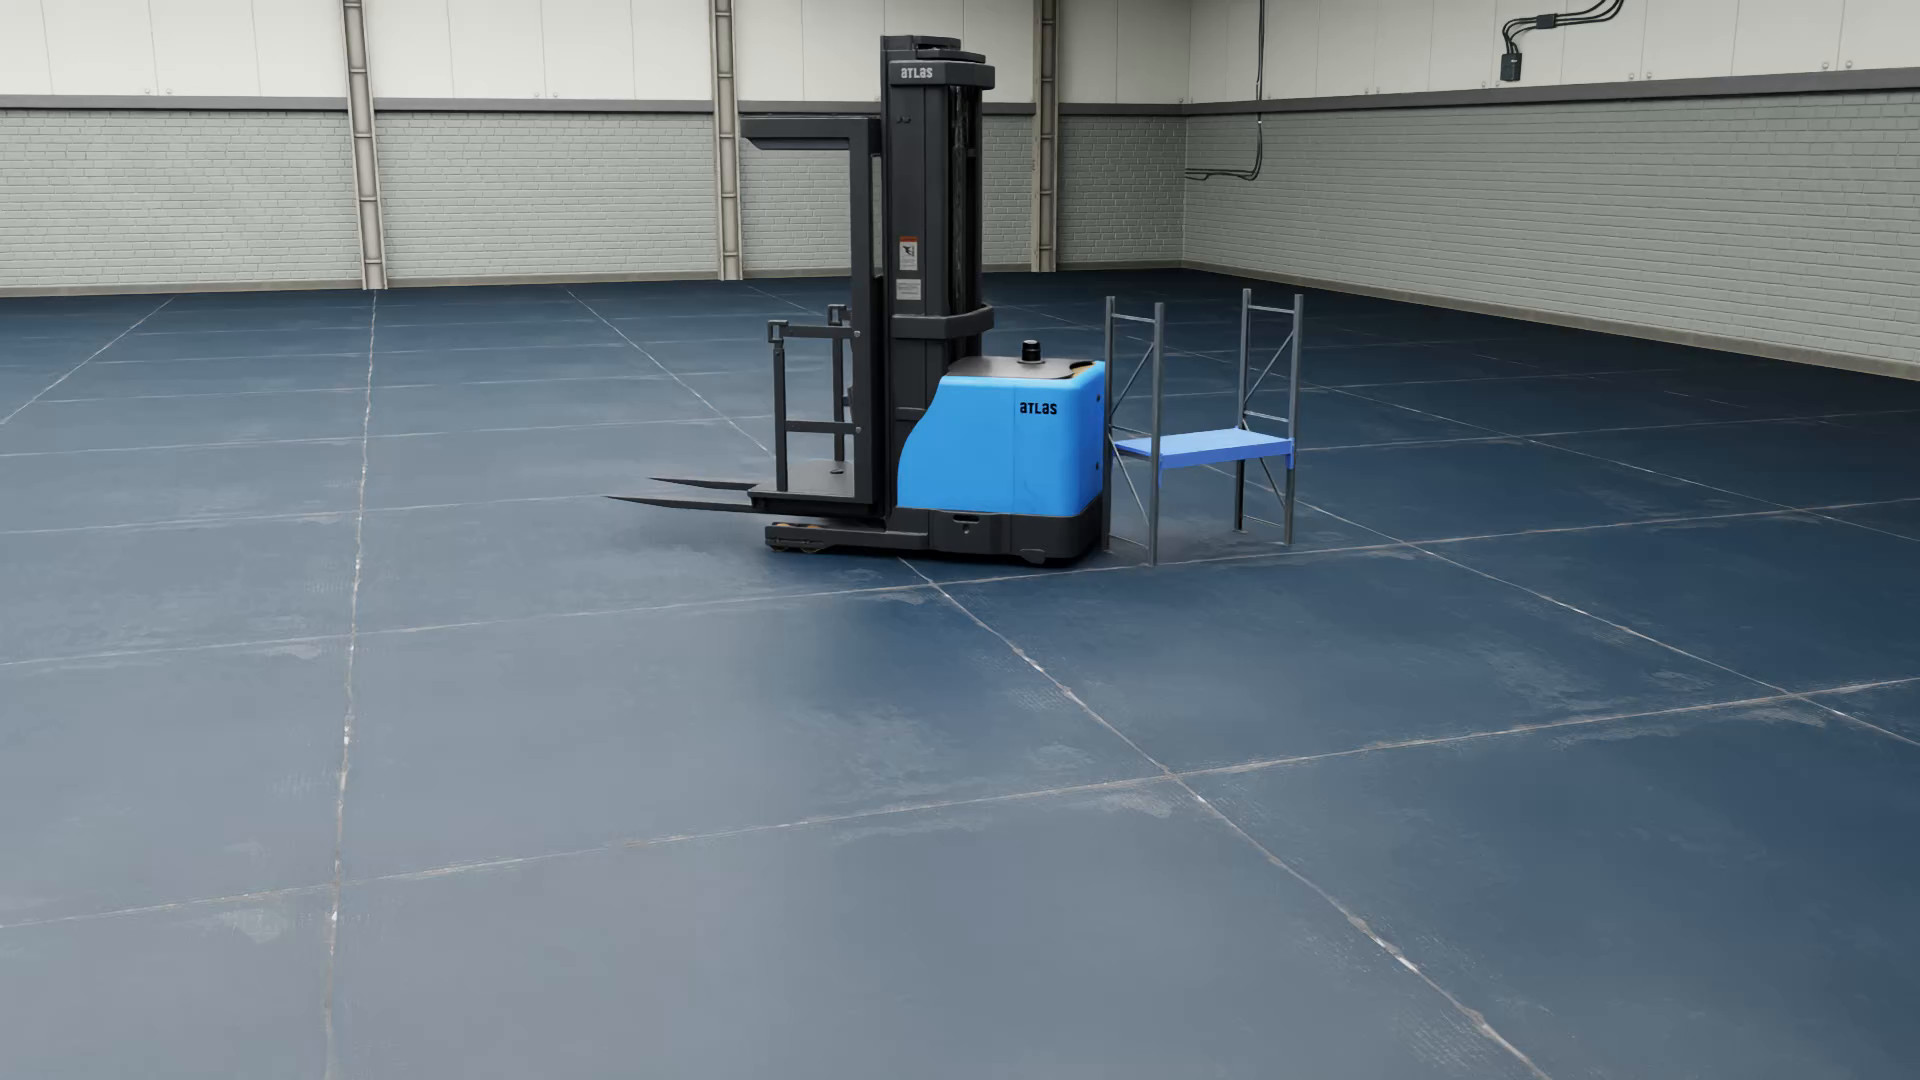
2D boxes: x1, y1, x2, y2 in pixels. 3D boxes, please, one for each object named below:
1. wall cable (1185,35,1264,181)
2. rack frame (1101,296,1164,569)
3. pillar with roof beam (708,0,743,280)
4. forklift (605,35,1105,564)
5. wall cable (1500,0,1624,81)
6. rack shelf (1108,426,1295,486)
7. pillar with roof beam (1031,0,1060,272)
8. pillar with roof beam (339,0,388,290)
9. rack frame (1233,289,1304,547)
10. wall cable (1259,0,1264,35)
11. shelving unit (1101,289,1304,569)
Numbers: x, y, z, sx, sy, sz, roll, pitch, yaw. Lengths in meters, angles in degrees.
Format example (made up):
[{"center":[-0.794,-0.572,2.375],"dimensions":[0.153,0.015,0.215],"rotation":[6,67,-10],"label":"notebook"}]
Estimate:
[{"center":[4.796,-7.892,30.586],"dimensions":[0.112,2.526,3.097],"rotation":[-4,14,-18],"label":"wall cable"},{"center":[0.979,-0.617,9.497],"dimensions":[0.032,1.500,0.500],"rotation":[-8,16,-30],"label":"rack frame"},{"center":[-2.731,-8.088,24.700],"dimensions":[0.400,9.000,9.100],"rotation":[-4,14,-18],"label":"pillar with roof beam"},{"center":[-0.657,-1.459,9.942],"dimensions":[3.031,2.935,1.130],"rotation":[4,14,15],"label":"forklift"},{"center":[7.809,-8.974,21.075],"dimensions":[0.169,6.003,2.305],"rotation":[-4,14,-18],"label":"wall cable"},{"center":[1.415,-0.503,9.794],"dimensions":[1.000,0.185,0.538],"rotation":[-8,16,-30],"label":"rack shelf"},{"center":[2.956,-8.531,26.562],"dimensions":[0.400,9.000,9.100],"rotation":[-4,14,-18],"label":"pillar with roof beam"},{"center":[-8.418,-7.645,22.839],"dimensions":[0.400,9.000,9.100],"rotation":[-4,14,-18],"label":"pillar with roof beam"},{"center":[1.850,-0.739,10.008],"dimensions":[0.032,1.500,0.500],"rotation":[-8,16,-30],"label":"rack frame"},{"center":[5.659,-9.756,27.507],"dimensions":[0.112,2.526,3.097],"rotation":[-4,14,-18],"label":"wall cable"},{"center":[1.415,-0.678,9.752],"dimensions":[1.048,1.500,0.538],"rotation":[-8,16,-30],"label":"shelving unit"}]
